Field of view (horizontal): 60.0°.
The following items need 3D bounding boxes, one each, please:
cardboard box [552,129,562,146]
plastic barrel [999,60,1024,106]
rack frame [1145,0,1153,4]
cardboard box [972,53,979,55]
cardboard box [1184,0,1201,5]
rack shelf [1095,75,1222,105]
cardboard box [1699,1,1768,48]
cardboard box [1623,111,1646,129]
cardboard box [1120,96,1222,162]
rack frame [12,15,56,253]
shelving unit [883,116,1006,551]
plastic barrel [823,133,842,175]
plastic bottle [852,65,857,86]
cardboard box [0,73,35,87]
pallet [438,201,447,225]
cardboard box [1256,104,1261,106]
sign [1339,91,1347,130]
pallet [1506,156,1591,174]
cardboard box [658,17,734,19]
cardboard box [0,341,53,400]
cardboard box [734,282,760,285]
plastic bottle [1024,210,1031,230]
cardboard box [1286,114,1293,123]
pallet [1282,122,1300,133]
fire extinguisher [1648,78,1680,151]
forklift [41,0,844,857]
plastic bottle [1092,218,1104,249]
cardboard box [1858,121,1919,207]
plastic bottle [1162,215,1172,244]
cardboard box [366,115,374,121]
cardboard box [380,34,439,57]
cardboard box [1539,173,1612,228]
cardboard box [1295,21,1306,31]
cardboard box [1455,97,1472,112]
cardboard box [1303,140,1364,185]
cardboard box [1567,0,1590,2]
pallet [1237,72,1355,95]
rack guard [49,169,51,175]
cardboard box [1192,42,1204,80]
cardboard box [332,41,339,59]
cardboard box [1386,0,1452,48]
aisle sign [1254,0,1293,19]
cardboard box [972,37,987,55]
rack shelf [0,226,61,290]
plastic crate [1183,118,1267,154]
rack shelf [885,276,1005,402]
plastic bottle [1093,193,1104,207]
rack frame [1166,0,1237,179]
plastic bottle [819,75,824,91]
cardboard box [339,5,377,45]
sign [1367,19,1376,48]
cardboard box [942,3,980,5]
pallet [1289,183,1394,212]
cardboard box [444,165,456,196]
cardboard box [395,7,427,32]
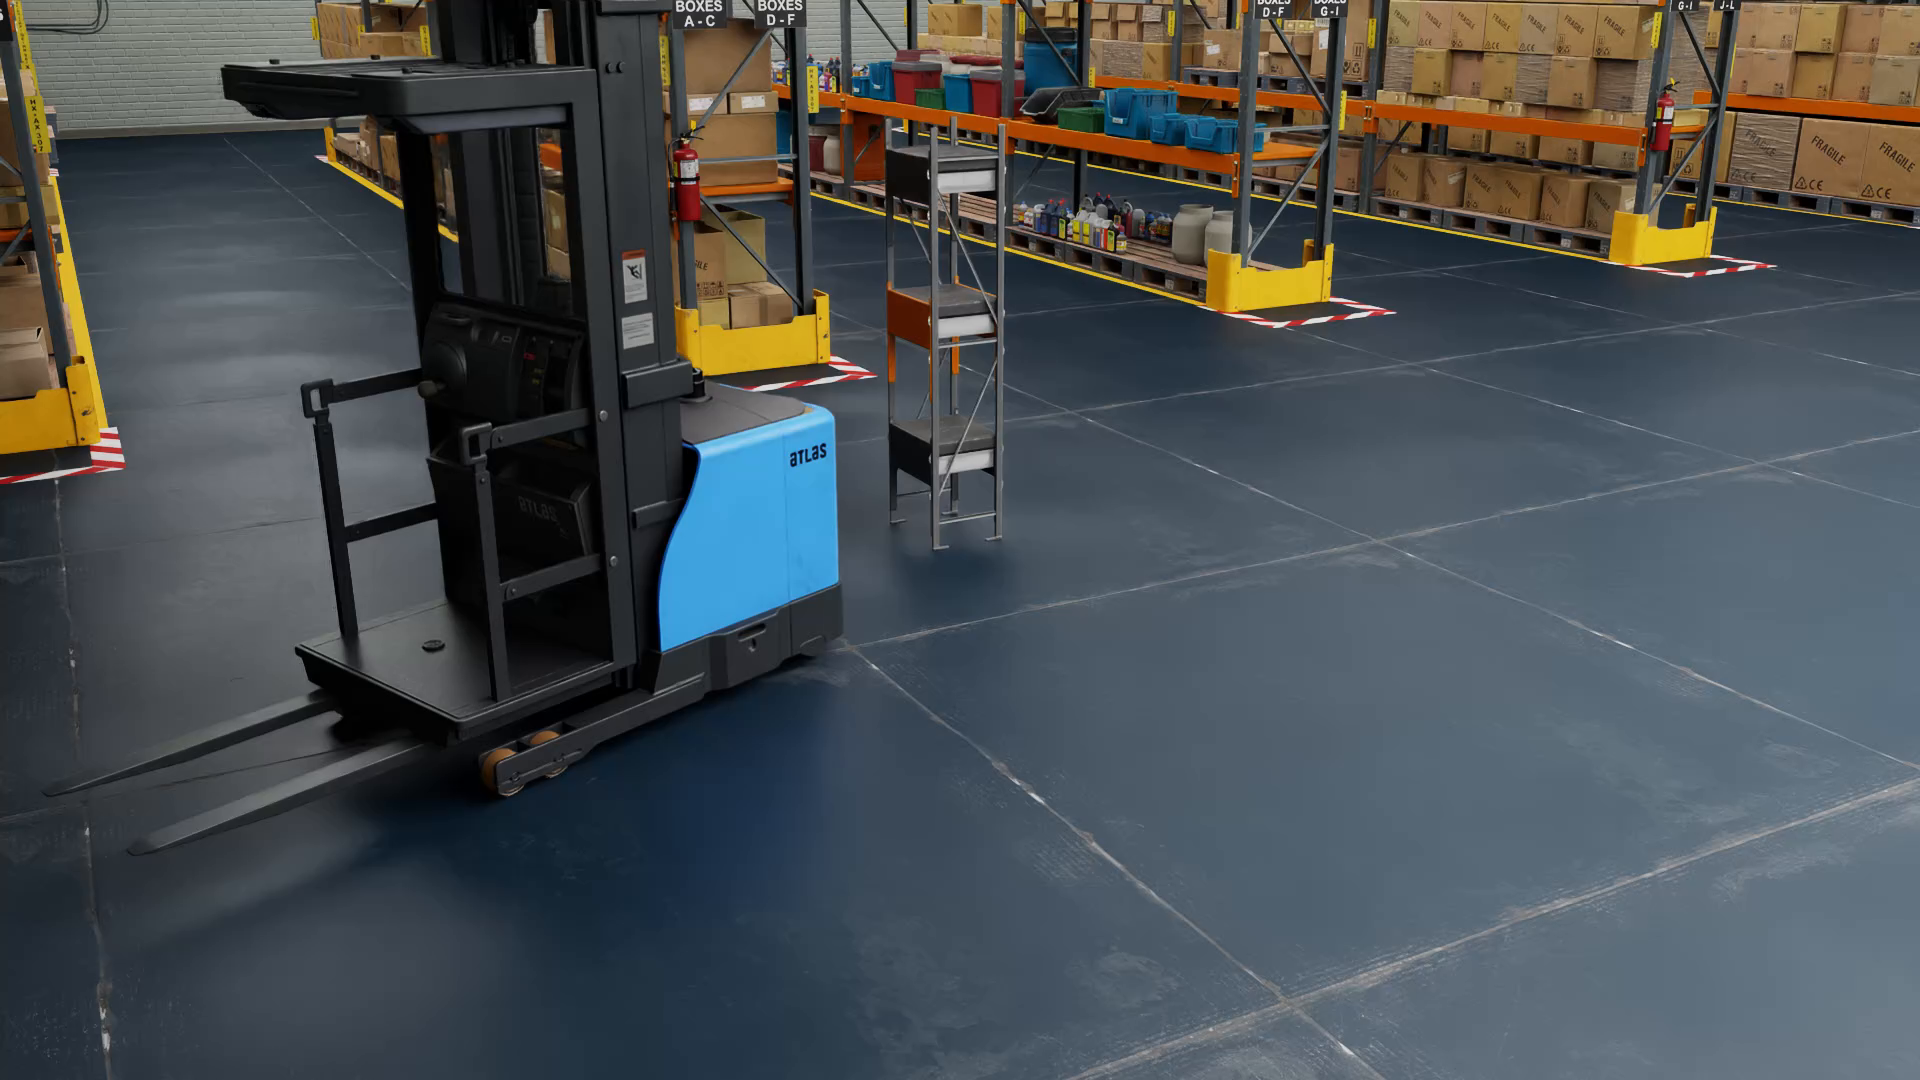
[{"bbox_3d":[-3.246,-3.795,14.878,0.700,0.500,0.500,-11,22,-28],"label":"cardboard box"},{"bbox_3d":[0.638,-5.013,18.353,0.433,0.535,0.433,0,19,0],"label":"plastic barrel"},{"bbox_3d":[3.973,-9.592,31.829,1.000,3.000,0.127,-10,21,-27],"label":"rack frame"},{"bbox_3d":[0.416,-7.991,27.576,0.380,0.149,0.250,-10,22,-28],"label":"cardboard box"},{"bbox_3d":[4.425,-9.785,30.249,0.500,0.500,0.500,-11,22,-28],"label":"cardboard box"},{"bbox_3d":[2.409,-6.790,24.813,1.077,0.370,4.000,-10,21,-27],"label":"rack shelf"},{"bbox_3d":[9.816,-6.617,21.323,0.875,0.550,0.550,-10,21,-27],"label":"cardboard box"},{"bbox_3d":[6.841,-4.190,16.562,0.380,0.149,0.250,-10,21,-27],"label":"cardboard box"},{"bbox_3d":[3.049,-5.951,23.893,1.225,0.875,0.875,-11,22,-29],"label":"cardboard box"},{"bbox_3d":[-9.719,-4.254,16.361,1.000,3.000,0.127,-10,21,-27],"label":"rack frame"},{"bbox_3d":[-0.079,-1.040,8.427,0.431,2.100,0.503,-10,21,-27],"label":"shelving unit"},{"bbox_3d":[-1.594,-5.097,21.975,0.421,0.512,0.421,0,19,0],"label":"plastic barrel"},{"bbox_3d":[-1.391,-6.205,22.212,0.097,0.271,0.097,0,19,0],"label":"plastic bottle"},{"bbox_3d":[-7.081,-3.169,12.265,0.500,0.500,0.500,-10,21,-27],"label":"cardboard box"},{"bbox_3d":[-5.683,-3.924,19.681,1.003,0.211,1.213,-10,21,-27],"label":"pallet"},{"bbox_3d":[5.318,-7.704,29.175,0.380,0.149,0.250,-10,21,-26],"label":"cardboard box"},{"bbox_3d":[3.285,-3.707,14.351,0.100,0.325,0.005,-10,21,-27],"label":"sign"},{"bbox_3d":[8.655,-5.389,23.925,1.003,0.211,1.213,-10,21,-27],"label":"pallet"},{"bbox_3d":[-2.052,-3.688,12.578,0.700,0.500,0.500,-11,22,-28],"label":"cardboard box"},{"bbox_3d":[-6.170,-1.107,10.689,0.500,0.311,0.500,-13,23,-33],"label":"cardboard box"},{"bbox_3d":[-1.862,-1.956,13.273,0.500,0.250,0.500,-10,21,-27],"label":"cardboard box"},{"bbox_3d":[0.713,-3.337,17.319,0.097,0.201,0.097,0,19,0],"label":"plastic bottle"},{"bbox_3d":[5.982,-7.448,29.345,0.380,0.149,0.250,-11,22,-29],"label":"cardboard box"},{"bbox_3d":[5.522,-7.312,29.499,1.003,0.211,1.213,-10,21,-27],"label":"pallet"},{"bbox_3d":[6.806,-4.118,16.087,0.296,0.674,0.183,-10,21,-27],"label":"fire extinguisher"},{"bbox_3d":[-1.836,-0.651,6.025,1.130,2.935,3.031,15,24,37],"label":"forklift"},{"bbox_3d":[1.379,-2.988,16.194,0.152,0.276,0.135,-11,22,-28],"label":"plastic bottle"},{"bbox_3d":[11.190,-4.377,19.331,0.875,0.875,0.875,-10,21,-26],"label":"cardboard box"},{"bbox_3d":[2.049,-3.077,16.459,0.097,0.271,0.097,0,19,0],"label":"plastic bottle"},{"bbox_3d":[-8.685,-6.227,25.237,0.500,0.500,0.500,-10,21,-27],"label":"cardboard box"},{"bbox_3d":[-6.850,-6.058,20.793,0.700,0.500,0.500,-6,20,-18],"label":"cardboard box"},{"bbox_3d":[6.562,-3.624,17.724,0.500,0.500,0.500,-4,20,-12],"label":"cardboard box"},{"bbox_3d":[5.792,-8.541,27.614,0.380,0.149,0.250,-9,21,-25],"label":"cardboard box"},{"bbox_3d":[5.711,-4.825,18.402,0.380,0.149,0.250,-10,21,-27],"label":"cardboard box"},{"bbox_3d":[4.776,-4.753,20.966,0.700,0.500,0.500,-10,21,-27],"label":"cardboard box"},{"bbox_3d":[10.890,-9.155,28.877,0.500,0.500,0.500,-10,22,-28],"label":"cardboard box"},{"bbox_3d":[4.335,-5.903,21.434,1.003,0.211,1.213,-10,21,-27],"label":"pallet"},{"bbox_3d":[-13.529,-5.376,23.444,1.175,0.500,0.348,-10,21,-27],"label":"rack guard"},{"bbox_3d":[3.367,-6.785,23.542,0.500,0.500,0.500,-9,21,-25],"label":"cardboard box"},{"bbox_3d":[-8.696,-6.906,23.894,0.500,0.500,0.500,-10,21,-27],"label":"cardboard box"},{"bbox_3d":[5.248,-5.899,18.987,0.500,0.500,0.500,-10,21,-27],"label":"cardboard box"},{"bbox_3d":[2.571,-4.654,13.536,0.394,0.787,0.004,-10,21,-27],"label":"aisle sign"},{"bbox_3d":[0.528,-8.155,27.439,0.500,0.250,0.500,-10,21,-26],"label":"cardboard box"},{"bbox_3d":[-6.870,-2.192,11.487,1.077,0.370,4.000,-10,21,-27],"label":"rack shelf"},{"bbox_3d":[2.298,-3.519,14.459,0.499,0.251,0.616,-10,21,-27],"label":"plastic crate"},{"bbox_3d":[-0.079,-1.027,8.431,0.431,0.518,0.480,-10,21,-27],"label":"rack shelf"},{"bbox_3d":[1.459,-3.456,17.434,0.144,0.351,0.185,-11,22,-28],"label":"plastic bottle"},{"bbox_3d":[3.359,-6.556,23.032,1.000,3.000,0.127,-10,21,-27],"label":"rack frame"},{"bbox_3d":[-1.762,-5.875,21.363,0.097,0.201,0.097,0,19,0],"label":"plastic bottle"},{"bbox_3d":[-8.213,-7.087,22.885,0.500,0.500,0.500,-10,21,-26],"label":"cardboard box"},{"bbox_3d":[4.771,-5.868,19.263,0.100,0.325,0.005,-10,21,-27],"label":"sign"},{"bbox_3d":[0.022,-9.177,29.253,0.500,0.500,0.500,-10,21,-26],"label":"cardboard box"},{"bbox_3d":[4.887,-4.313,20.806,1.003,0.211,1.213,-10,21,-27],"label":"pallet"},{"bbox_3d":[-5.371,-3.990,18.309,0.500,0.311,0.500,-9,21,-25],"label":"cardboard box"},{"bbox_3d":[-7.237,-6.869,22.254,0.500,0.500,0.500,-9,21,-25],"label":"cardboard box"}]
